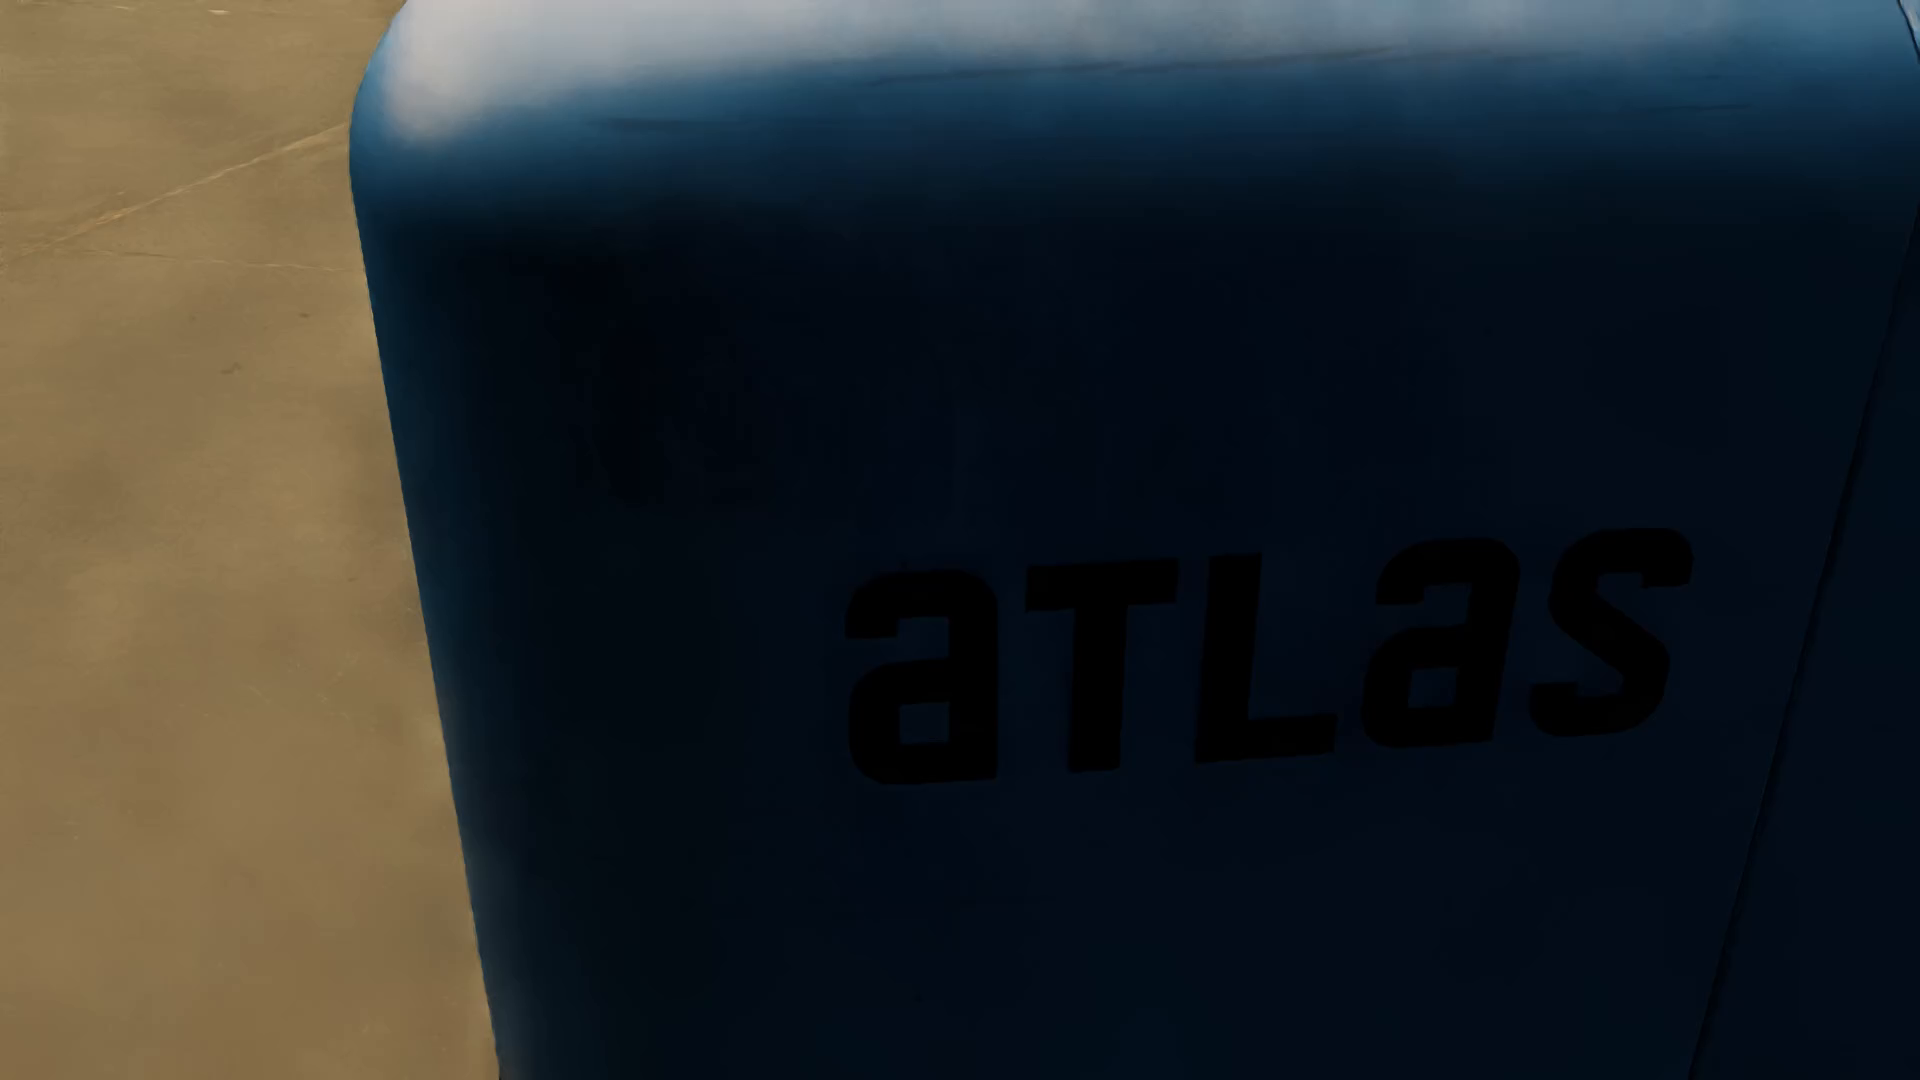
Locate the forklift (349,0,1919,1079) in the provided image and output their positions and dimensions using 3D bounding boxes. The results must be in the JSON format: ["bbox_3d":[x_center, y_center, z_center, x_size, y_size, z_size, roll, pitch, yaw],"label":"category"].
[{"bbox_3d":[1.285,-0.762,0.757,3.031,2.935,1.130,-3,27,-7],"label":"forklift"}]
